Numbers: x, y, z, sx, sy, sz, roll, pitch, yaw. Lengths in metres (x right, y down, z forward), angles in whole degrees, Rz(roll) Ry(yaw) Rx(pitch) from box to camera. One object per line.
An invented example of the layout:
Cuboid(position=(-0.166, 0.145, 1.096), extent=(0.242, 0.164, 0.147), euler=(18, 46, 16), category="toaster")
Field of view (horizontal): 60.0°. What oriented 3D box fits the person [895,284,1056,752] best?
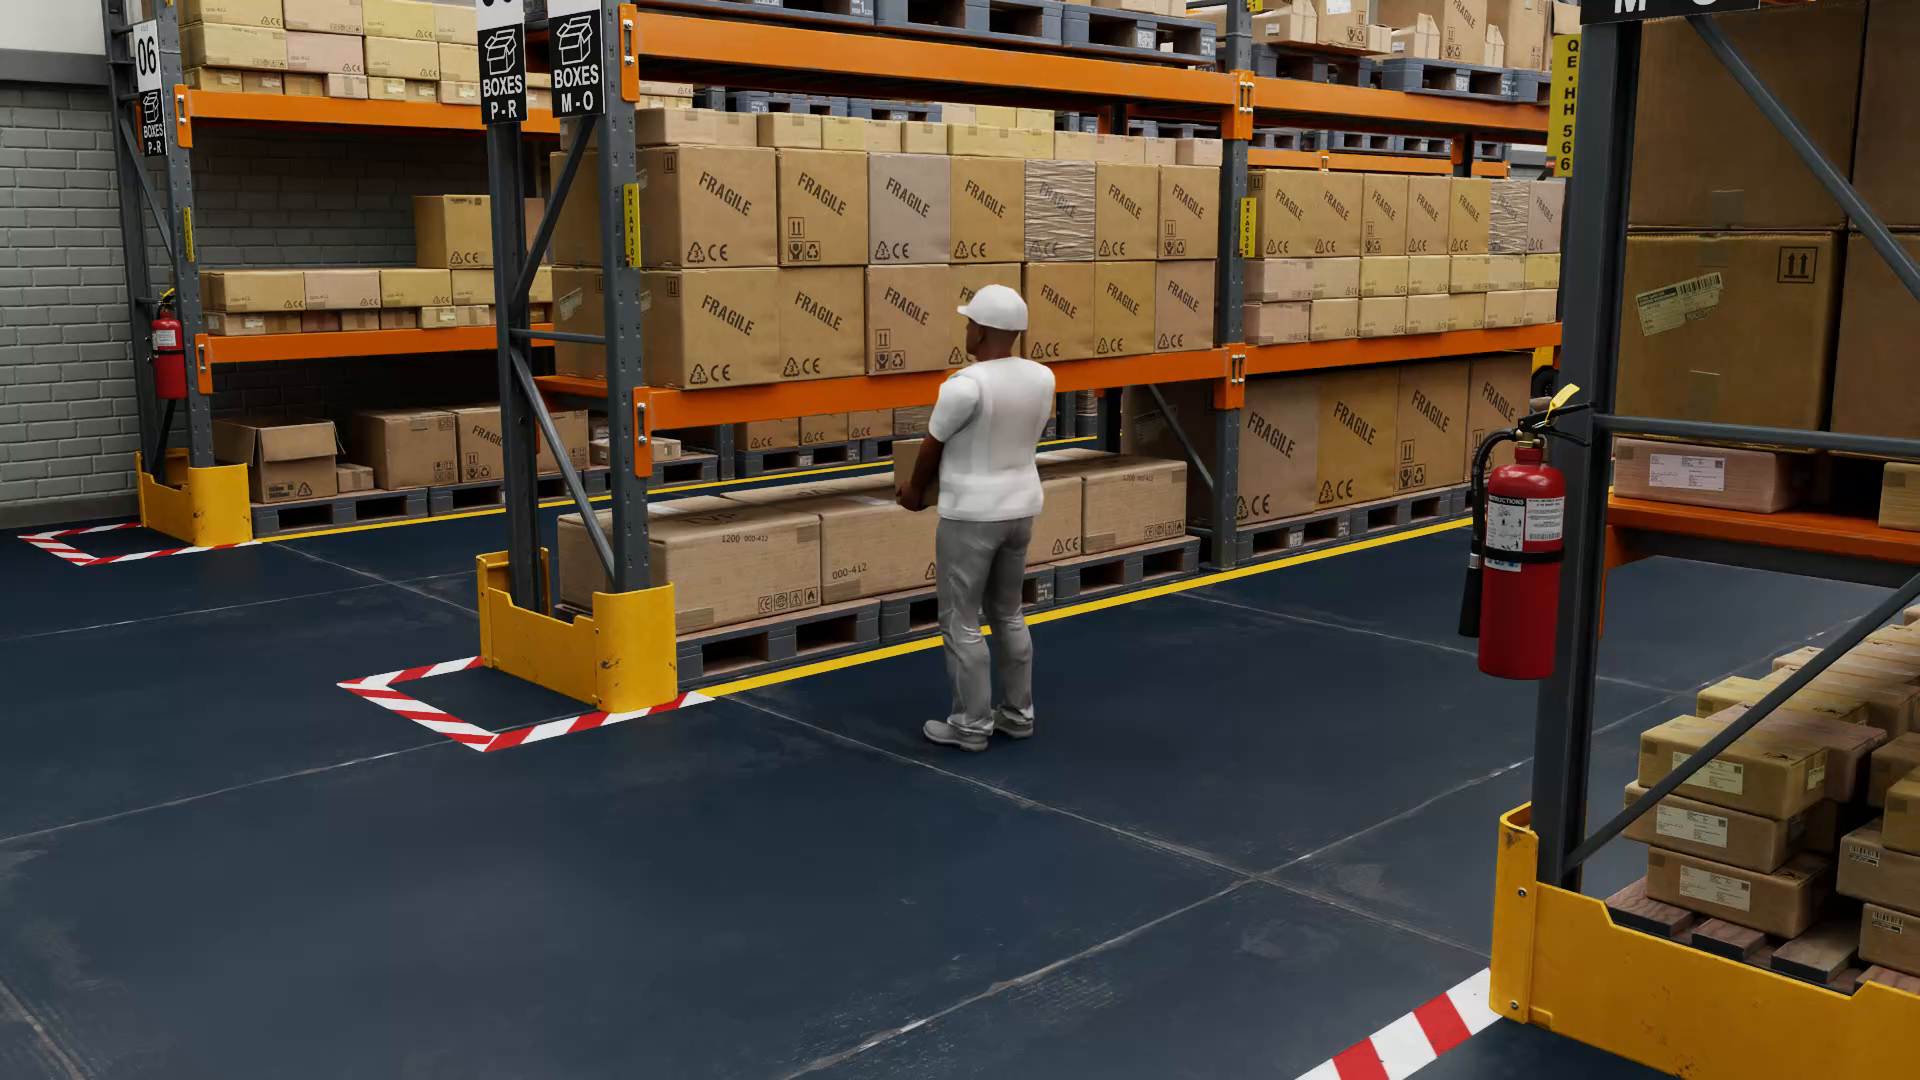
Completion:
Cuboid(position=(0.040, -0.096, 6.392), extent=(0.484, 1.761, 0.577), euler=(-10, 14, -43), category="person")
